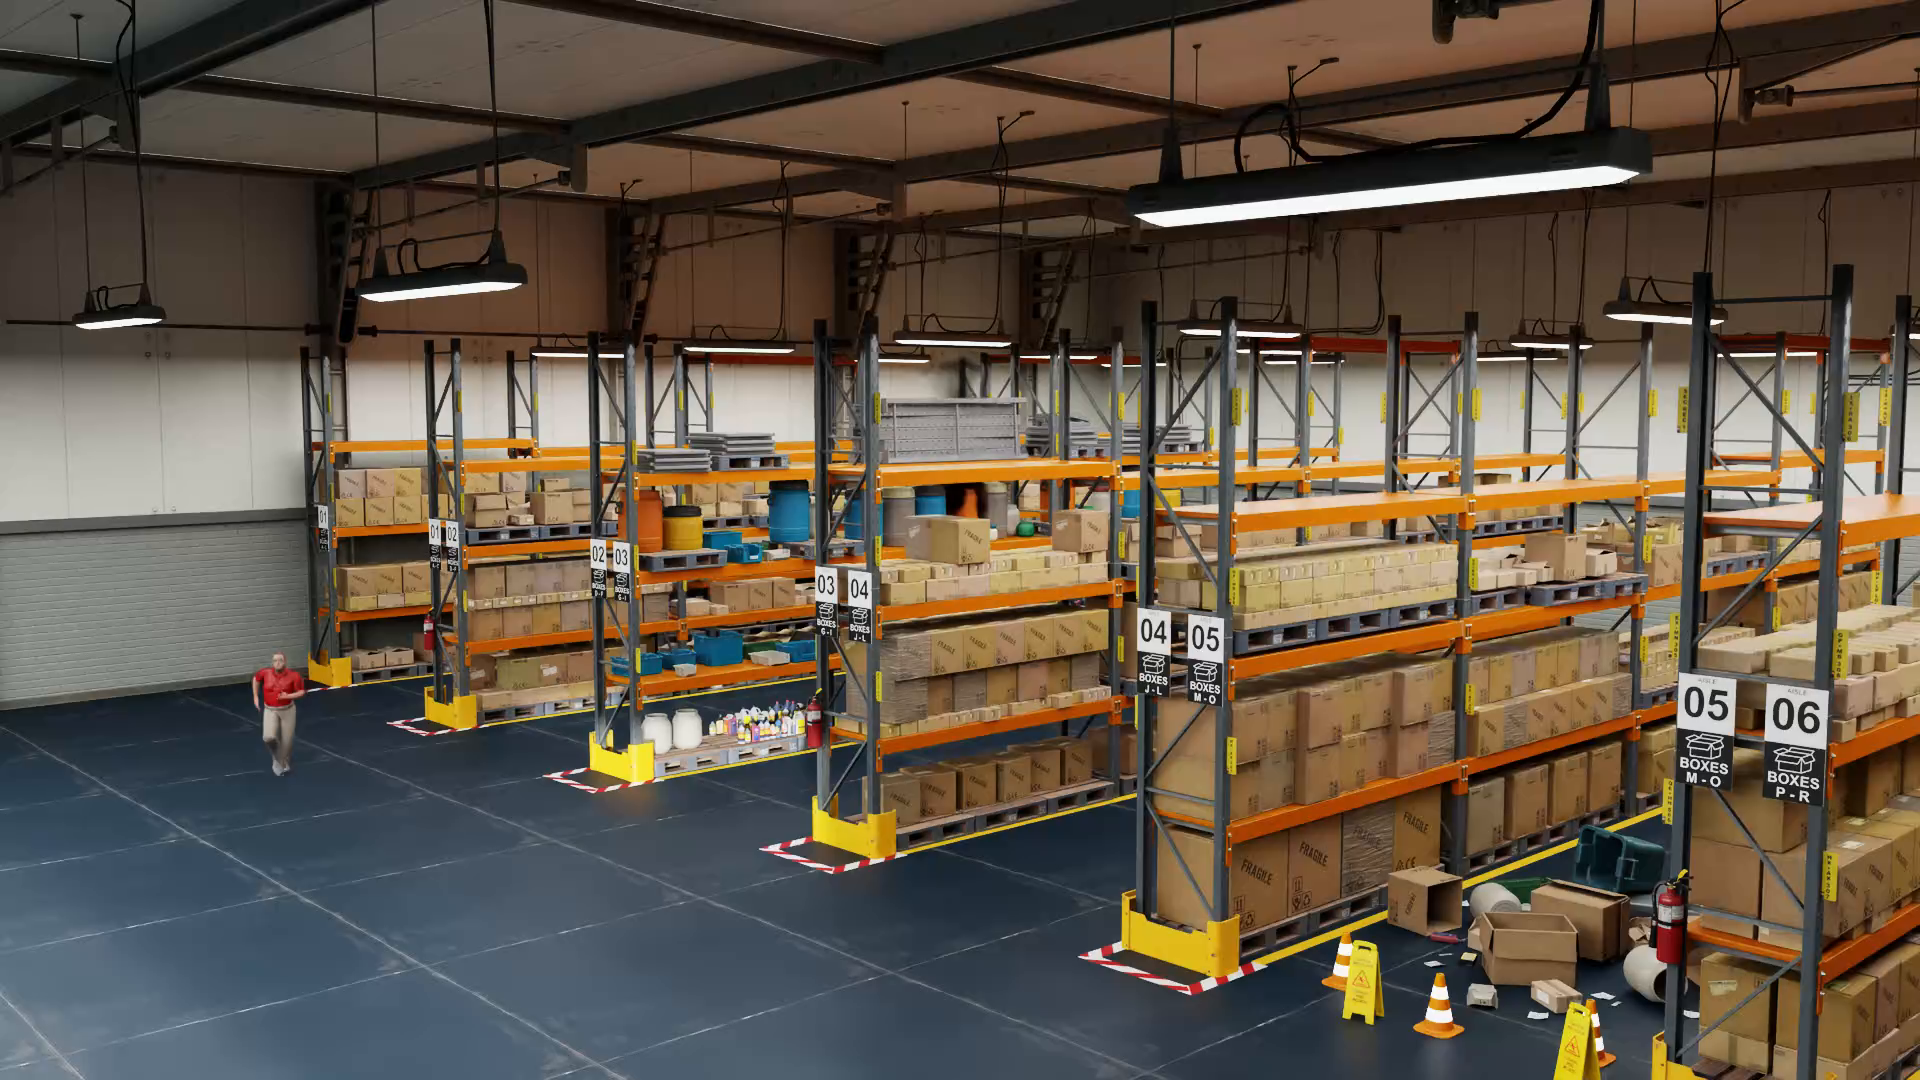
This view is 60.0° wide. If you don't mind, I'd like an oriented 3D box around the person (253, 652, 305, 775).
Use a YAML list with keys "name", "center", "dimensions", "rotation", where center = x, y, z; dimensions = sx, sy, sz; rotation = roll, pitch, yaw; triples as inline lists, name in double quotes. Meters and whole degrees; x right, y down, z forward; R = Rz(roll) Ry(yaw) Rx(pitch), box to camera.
- name: "person"
  center: [-9.172, 2.337, 22.382]
  dimensions: [0.699, 1.681, 0.801]
  rotation: [-1, 5, -12]
